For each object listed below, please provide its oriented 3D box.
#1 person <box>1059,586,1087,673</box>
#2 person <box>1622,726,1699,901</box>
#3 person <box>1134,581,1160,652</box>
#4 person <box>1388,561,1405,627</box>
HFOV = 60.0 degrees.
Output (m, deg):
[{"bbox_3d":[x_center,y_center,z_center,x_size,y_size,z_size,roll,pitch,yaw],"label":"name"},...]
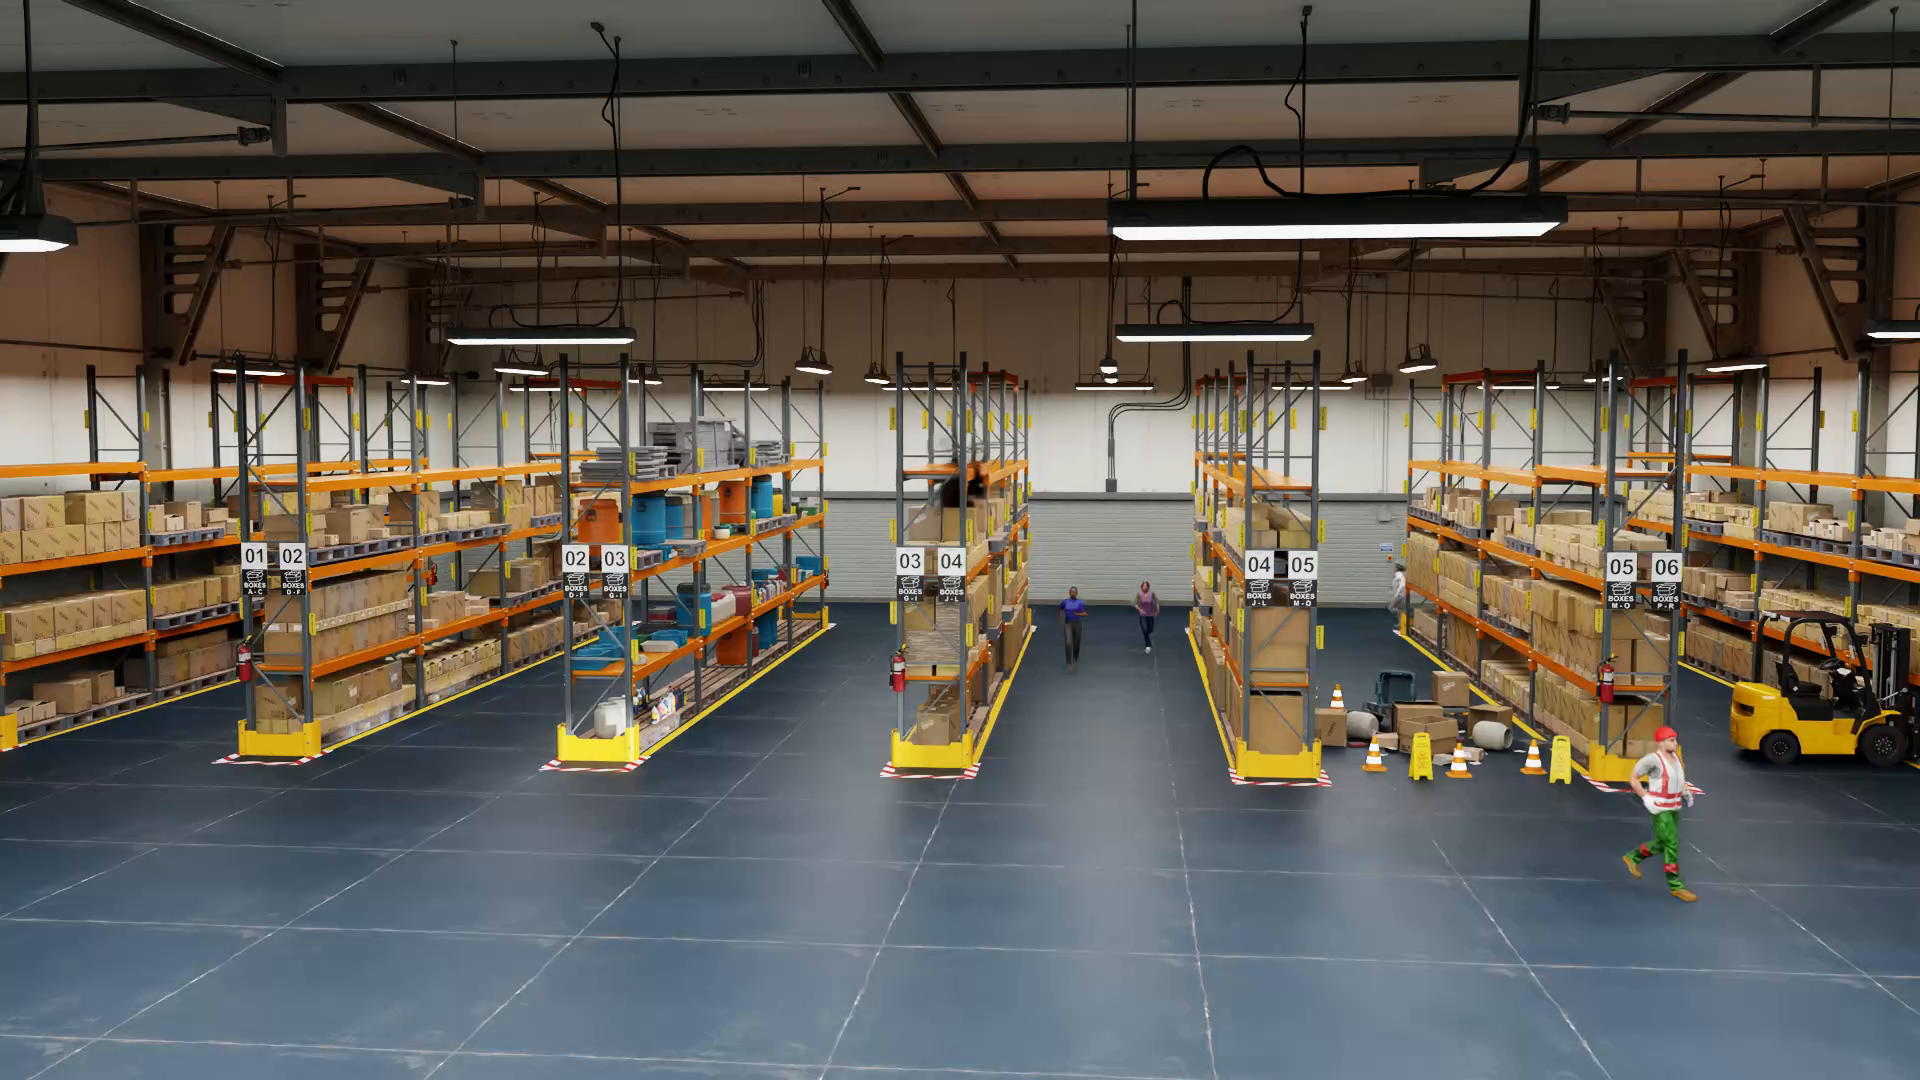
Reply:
[{"bbox_3d":[2.274,1.783,33.538,0.562,1.669,0.867,0,4,1],"label":"person"},{"bbox_3d":[7.434,2.853,17.636,0.660,1.780,0.942,-3,5,-33],"label":"person"},{"bbox_3d":[4.080,1.678,36.363,0.575,1.534,0.653,0,4,2],"label":"person"},{"bbox_3d":[10.656,1.328,40.397,0.505,1.631,0.712,2,4,23],"label":"person"}]
